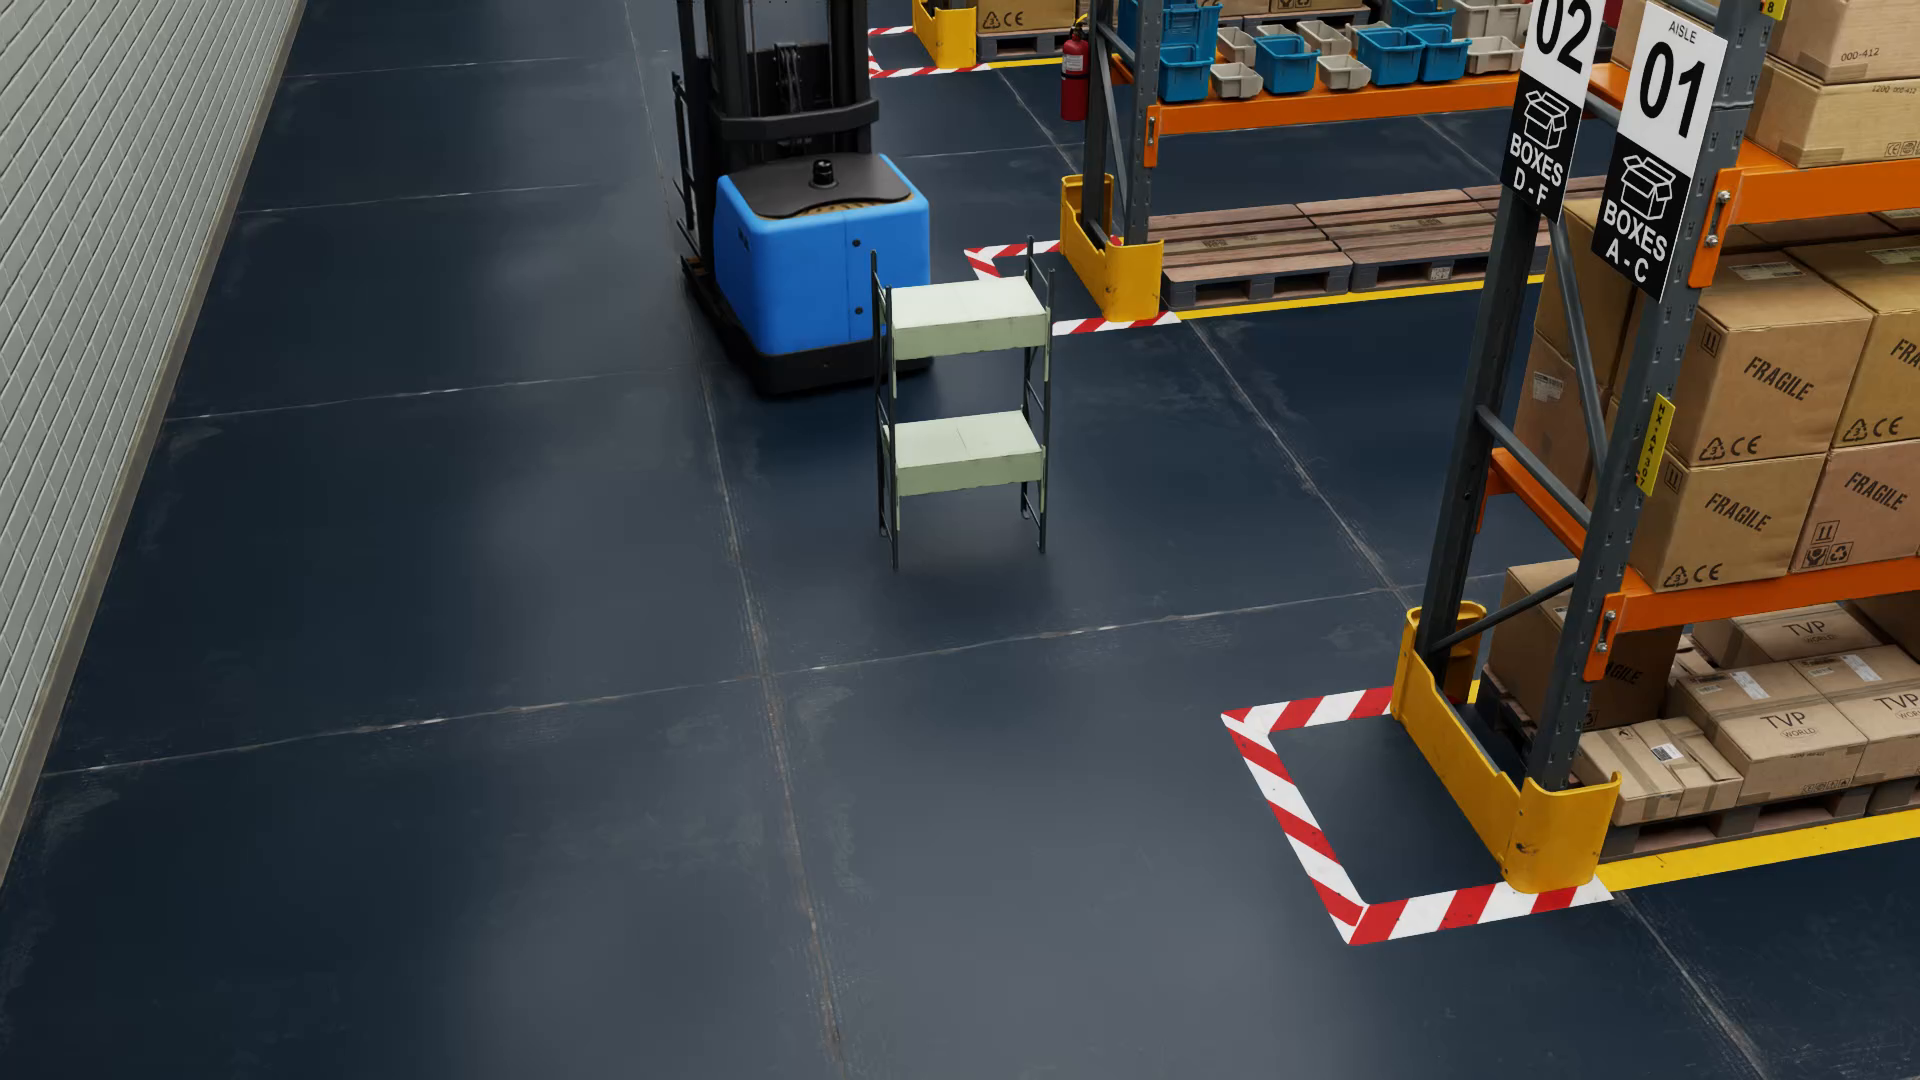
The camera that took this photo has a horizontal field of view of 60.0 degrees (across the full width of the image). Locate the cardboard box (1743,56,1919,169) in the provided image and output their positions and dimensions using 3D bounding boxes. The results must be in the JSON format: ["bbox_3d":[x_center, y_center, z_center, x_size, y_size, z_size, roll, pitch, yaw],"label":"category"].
[{"bbox_3d":[2.617,-1.342,5.001,0.500,0.250,0.500,-7,35,-11],"label":"cardboard box"}]

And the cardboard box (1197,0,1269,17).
[{"bbox_3d":[2.240,-5.254,14.917,0.875,0.875,0.875,-7,35,-11],"label":"cardboard box"}]

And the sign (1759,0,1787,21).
[{"bbox_3d":[2.179,-1.548,4.388,0.005,0.325,0.100,-7,35,-11],"label":"sign"}]

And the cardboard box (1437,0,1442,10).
[{"bbox_3d":[4.399,-5.492,15.272,0.875,0.875,1.225,-7,35,-10],"label":"cardboard box"}]

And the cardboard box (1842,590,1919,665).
[{"bbox_3d":[4.129,0.362,6.864,0.637,0.503,0.797,-7,35,-11],"label":"cardboard box"}]

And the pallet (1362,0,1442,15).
[{"bbox_3d":[4.515,-5.088,15.643,1.213,0.211,1.003,-7,35,-11],"label":"pallet"}]

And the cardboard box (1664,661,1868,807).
[{"bbox_3d":[3.140,0.751,6.512,0.500,0.250,0.500,-7,35,-11],"label":"cardboard box"}]

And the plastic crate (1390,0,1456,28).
[{"bbox_3d":[2.917,-3.274,10.533,0.300,0.233,0.416,-7,35,-11],"label":"plastic crate"}]

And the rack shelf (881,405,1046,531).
[{"bbox_3d":[0.007,-0.353,8.015,0.720,0.370,0.431,-7,35,-11],"label":"rack shelf"}]

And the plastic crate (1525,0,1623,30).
[{"bbox_3d":[3.946,-3.496,10.657,0.583,0.464,0.402,-7,35,-11],"label":"plastic crate"}]

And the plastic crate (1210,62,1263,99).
[{"bbox_3d":[1.615,-2.688,9.746,0.298,0.136,0.250,-7,35,-11],"label":"plastic crate"}]

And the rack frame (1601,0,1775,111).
[{"bbox_3d":[2.059,-2.725,4.235,0.127,3.000,1.000,-7,35,-11],"label":"rack frame"}]

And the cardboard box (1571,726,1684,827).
[{"bbox_3d":[2.544,0.902,6.377,0.250,0.149,0.380,-7,35,-11],"label":"cardboard box"}]

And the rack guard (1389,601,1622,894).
[{"bbox_3d":[2.133,0.795,6.617,0.348,0.500,1.175,-7,35,-11],"label":"rack guard"}]

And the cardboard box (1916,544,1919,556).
[{"bbox_3d":[3.543,-0.313,5.935,0.500,0.500,0.500,-7,35,-11],"label":"cardboard box"}]

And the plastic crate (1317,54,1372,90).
[{"bbox_3d":[2.276,-2.771,9.870,0.298,0.136,0.250,-7,35,-11],"label":"plastic crate"}]

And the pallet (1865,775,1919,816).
[{"bbox_3d":[4.098,0.668,7.065,1.213,0.211,1.003,-7,35,-11],"label":"pallet"}]

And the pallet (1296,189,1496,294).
[{"bbox_3d":[2.971,-1.997,11.036,1.213,0.211,1.003,-7,35,-11],"label":"pallet"}]

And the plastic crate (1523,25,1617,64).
[{"bbox_3d":[3.839,-3.045,10.289,0.590,0.125,0.437,-7,35,-11],"label":"plastic crate"}]

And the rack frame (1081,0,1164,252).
[{"bbox_3d":[0.970,-2.927,9.919,0.127,3.000,1.000,-7,35,-11],"label":"rack frame"}]

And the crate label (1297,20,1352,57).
[{"bbox_3d":[2.278,-3.116,10.384,0.243,0.136,0.396,-7,35,-11],"label":"crate label"}]

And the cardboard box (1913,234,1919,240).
[{"bbox_3d":[3.548,-0.729,5.658,0.500,0.500,0.500,-7,34,-10],"label":"cardboard box"}]

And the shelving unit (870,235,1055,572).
[{"bbox_3d":[0.007,-0.624,7.833,0.755,1.500,0.431,-7,35,-11],"label":"shelving unit"}]

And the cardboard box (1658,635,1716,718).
[{"bbox_3d":[2.950,0.558,6.874,0.250,0.166,0.380,-7,35,-11],"label":"cardboard box"}]

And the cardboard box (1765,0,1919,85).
[{"bbox_3d":[2.618,-1.546,4.857,0.500,0.250,0.500,-7,35,-11],"label":"cardboard box"}]

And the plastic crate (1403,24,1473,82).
[{"bbox_3d":[2.861,-2.932,10.024,0.300,0.233,0.416,-7,35,-11],"label":"plastic crate"}]

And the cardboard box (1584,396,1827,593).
[{"bbox_3d":[2.550,-0.187,5.747,0.500,0.500,0.500,-6,34,-10],"label":"cardboard box"}]

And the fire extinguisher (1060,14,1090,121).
[{"bbox_3d":[0.723,-2.968,10.385,0.183,0.674,0.296,-7,35,-11],"label":"fire extinguisher"}]

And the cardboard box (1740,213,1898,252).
[{"bbox_3d":[2.925,-0.957,5.998,0.500,0.500,0.500,-6,34,-9],"label":"cardboard box"}]

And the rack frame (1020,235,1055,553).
[{"bbox_3d":[0.364,-0.669,7.900,0.023,1.500,0.400,-7,35,-11],"label":"rack frame"}]

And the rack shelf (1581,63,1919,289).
[{"bbox_3d":[4.010,-1.427,5.638,4.000,0.370,1.077,-7,35,-11],"label":"rack shelf"}]

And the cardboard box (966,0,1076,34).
[{"bbox_3d":[0.484,-5.033,14.588,0.875,0.875,0.875,-7,35,-11],"label":"cardboard box"}]

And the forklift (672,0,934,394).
[{"bbox_3d":[-1.151,-2.854,9.873,1.130,2.935,3.031,-12,36,-17],"label":"forklift"}]

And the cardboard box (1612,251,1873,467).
[{"bbox_3d":[2.550,-0.602,5.468,0.500,0.500,0.500,-6,34,-9],"label":"cardboard box"}]

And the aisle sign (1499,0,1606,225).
[{"bbox_3d":[1.925,-1.472,5.418,0.004,0.787,0.394,-7,35,-11],"label":"aisle sign"}]

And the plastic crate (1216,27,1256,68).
[{"bbox_3d":[1.726,-3.041,10.272,0.243,0.136,0.396,-7,35,-11],"label":"plastic crate"}]

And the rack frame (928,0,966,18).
[{"bbox_3d":[-0.122,-5.618,13.931,0.127,3.000,1.000,-7,35,-11],"label":"rack frame"}]

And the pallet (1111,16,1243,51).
[{"bbox_3d":[1.828,-4.749,15.138,1.213,0.211,1.003,-7,35,-11],"label":"pallet"}]

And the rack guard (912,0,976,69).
[{"bbox_3d":[-0.146,-4.578,14.623,0.348,0.500,1.175,-7,35,-11],"label":"rack guard"}]
